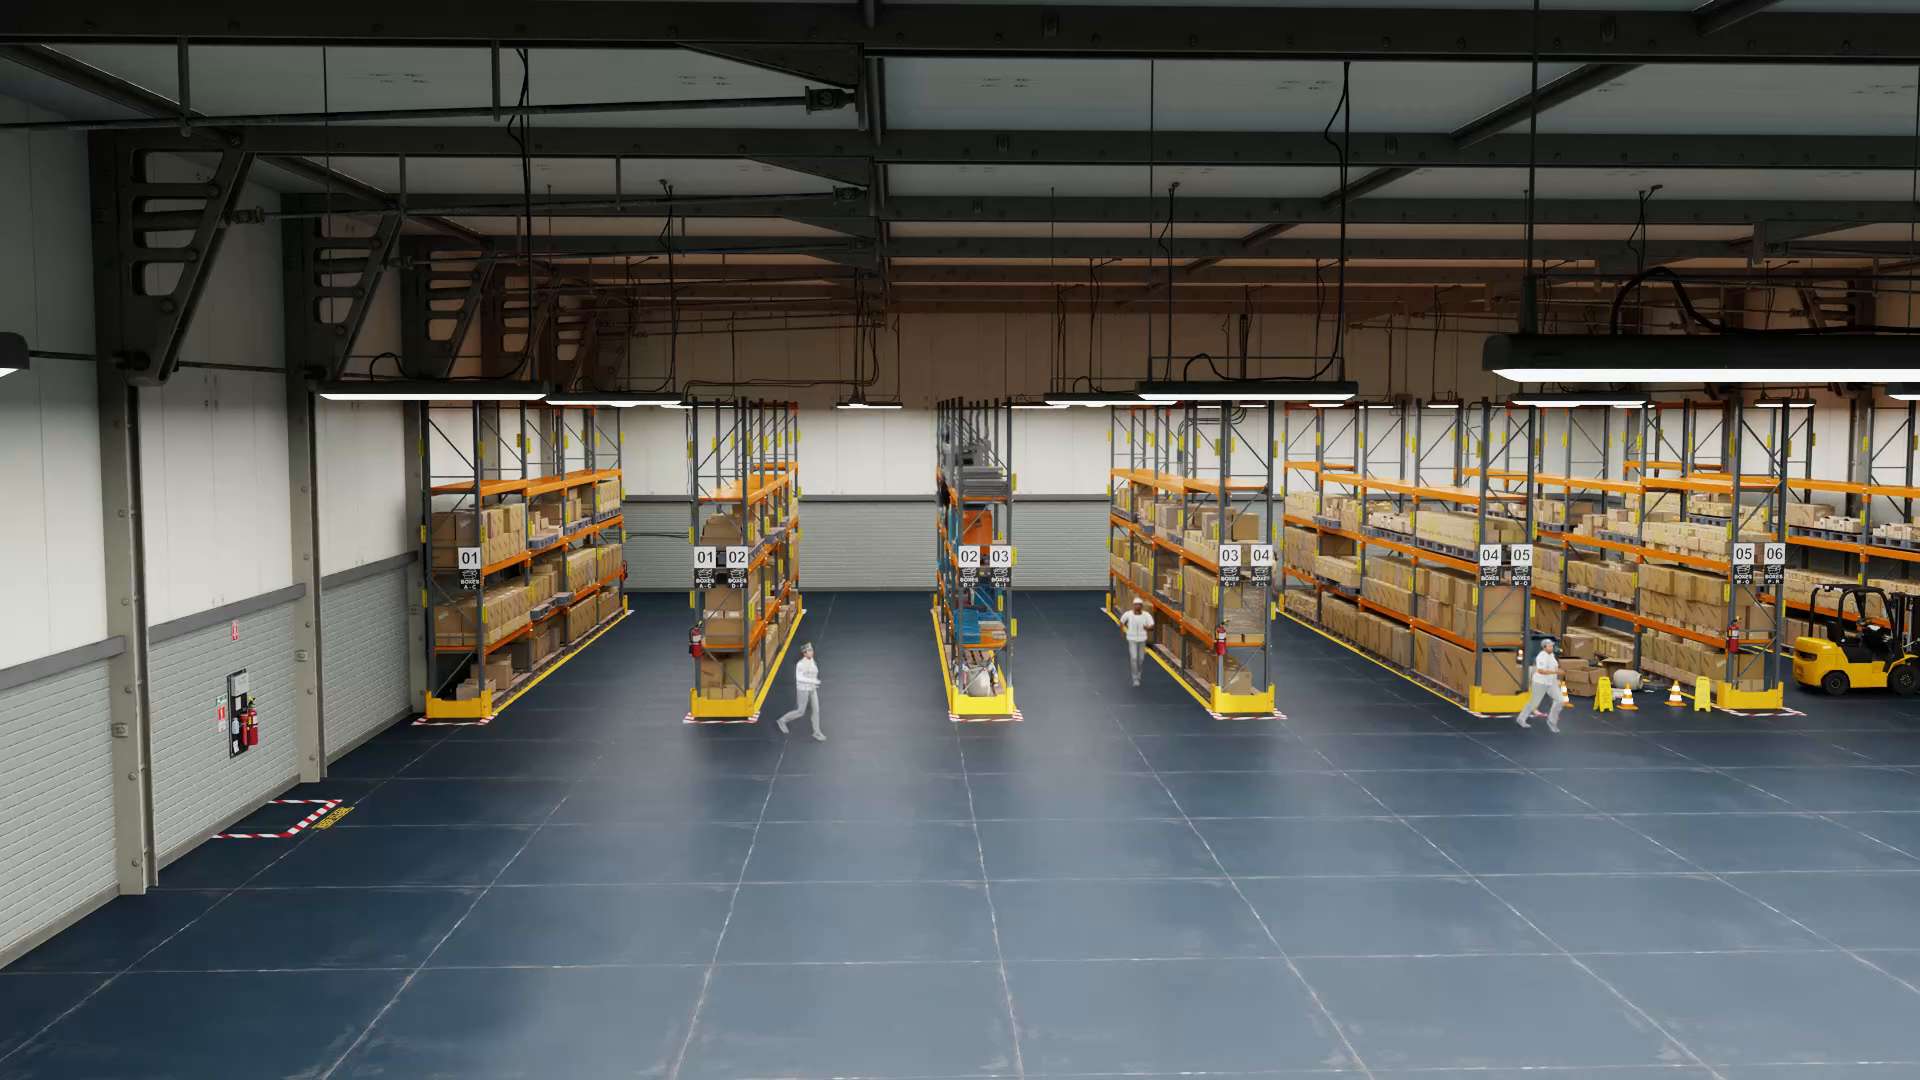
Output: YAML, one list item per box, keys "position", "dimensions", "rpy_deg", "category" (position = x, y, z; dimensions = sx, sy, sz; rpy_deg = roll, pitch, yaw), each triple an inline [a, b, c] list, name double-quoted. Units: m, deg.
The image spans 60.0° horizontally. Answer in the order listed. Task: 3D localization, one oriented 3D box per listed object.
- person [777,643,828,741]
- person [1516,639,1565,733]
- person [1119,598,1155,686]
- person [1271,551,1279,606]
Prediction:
- position: [-2.716, 2.645, 29.058]
  dimensions: [0.878, 1.696, 0.588]
  rpy_deg: [2, 5, 27]
  category: "person"
- position: [10.442, 2.609, 29.766]
  dimensions: [0.602, 1.696, 0.866]
  rpy_deg: [-3, 6, -38]
  category: "person"
- position: [3.667, 2.073, 34.320]
  dimensions: [0.704, 1.768, 0.888]
  rpy_deg: [0, 4, -3]
  category: "person"
- position: [9.026, 1.144, 48.645]
  dimensions: [0.876, 1.634, 0.612]
  rpy_deg: [-1, 4, -11]
  category: "person"
